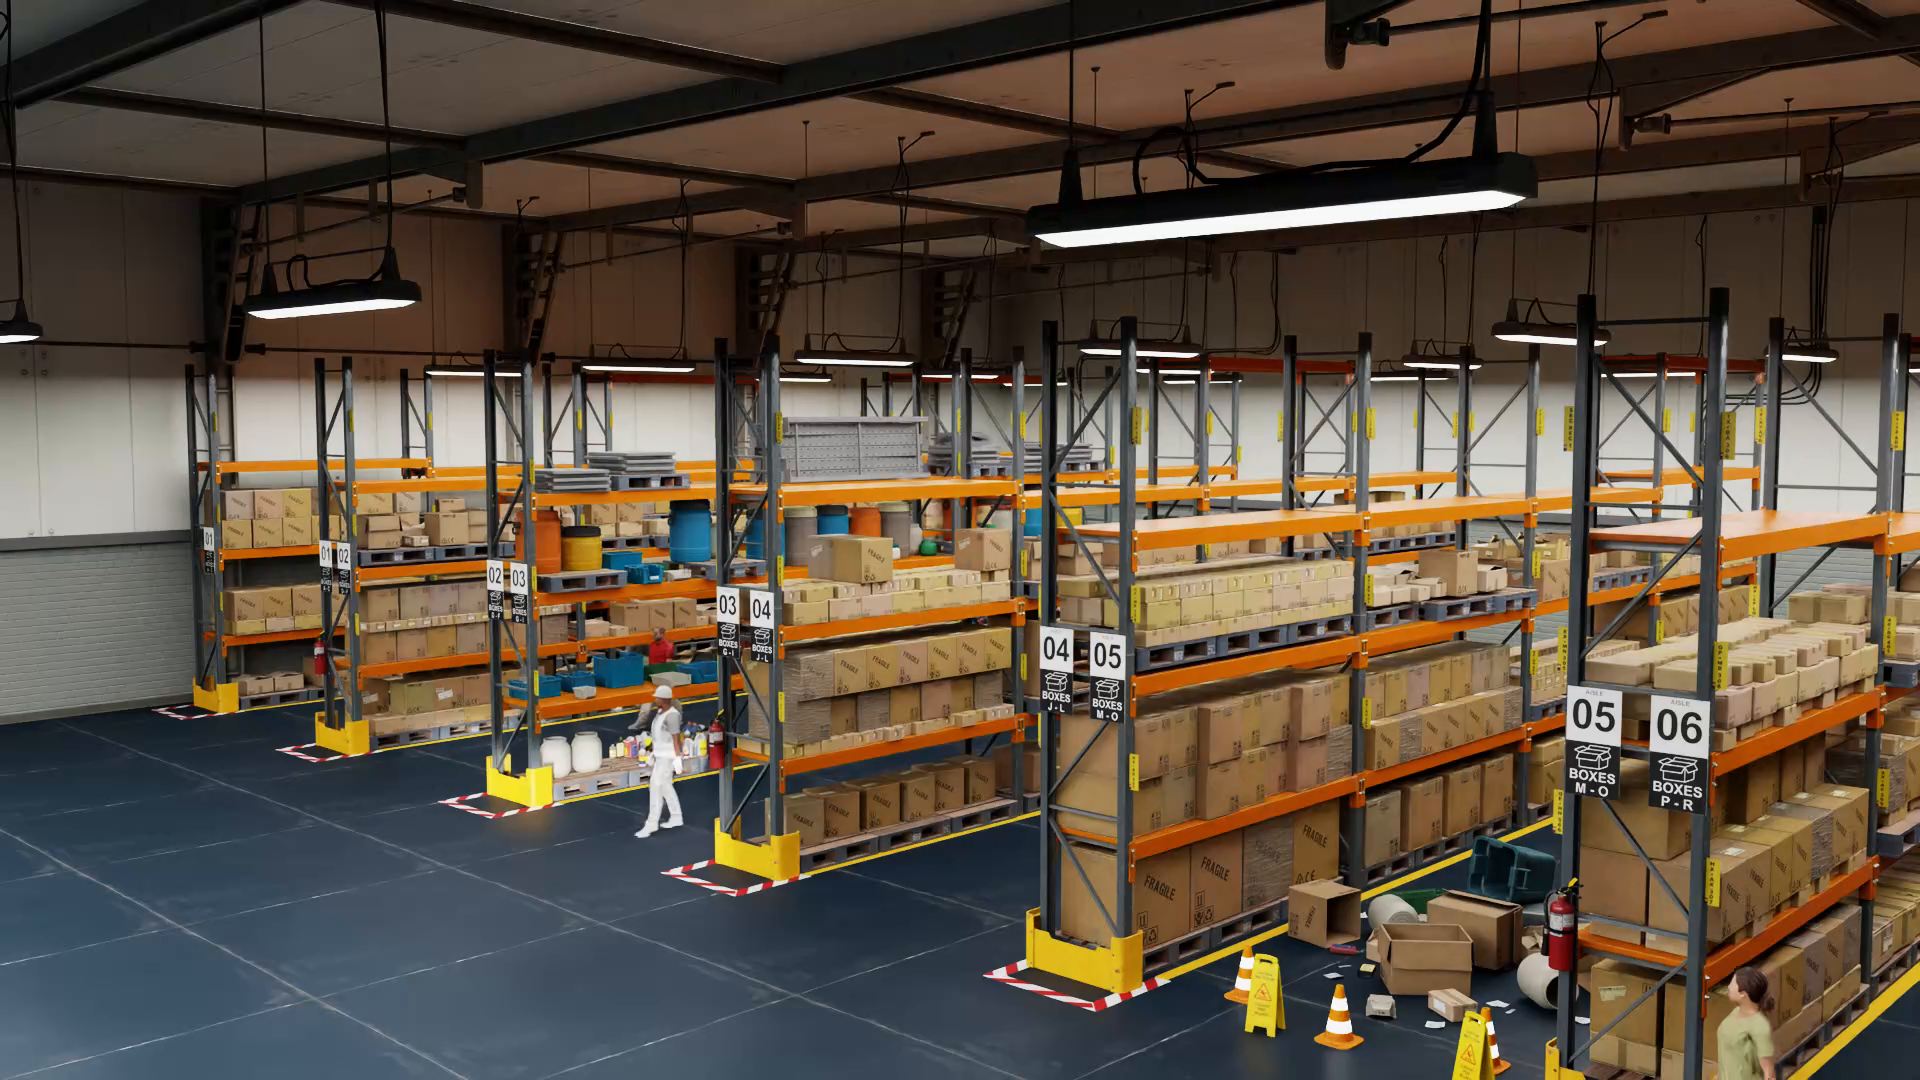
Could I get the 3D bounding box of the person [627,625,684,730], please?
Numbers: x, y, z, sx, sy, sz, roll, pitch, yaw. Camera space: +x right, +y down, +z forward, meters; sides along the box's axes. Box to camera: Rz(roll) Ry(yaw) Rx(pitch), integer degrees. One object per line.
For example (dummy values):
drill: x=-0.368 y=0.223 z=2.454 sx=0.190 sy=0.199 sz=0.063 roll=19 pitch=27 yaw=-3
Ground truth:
person: x=-4.916 y=2.230 z=27.050 sx=0.547 sy=1.677 sz=0.984 roll=3 pitch=5 yaw=32

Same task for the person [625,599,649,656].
person: x=-6.155 y=1.923 z=31.428 sx=0.469 sy=1.623 sz=0.977 roll=3 pitch=5 yaw=31

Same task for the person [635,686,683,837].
person: x=-3.750 y=2.701 z=20.576 sx=0.641 sy=1.788 sz=0.642 roll=-1 pitch=5 yaw=-19

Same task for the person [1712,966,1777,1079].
person: x=4.900 y=3.515 z=10.567 sx=0.960 sy=1.616 sz=0.512 roll=0 pitch=4 yaw=0
